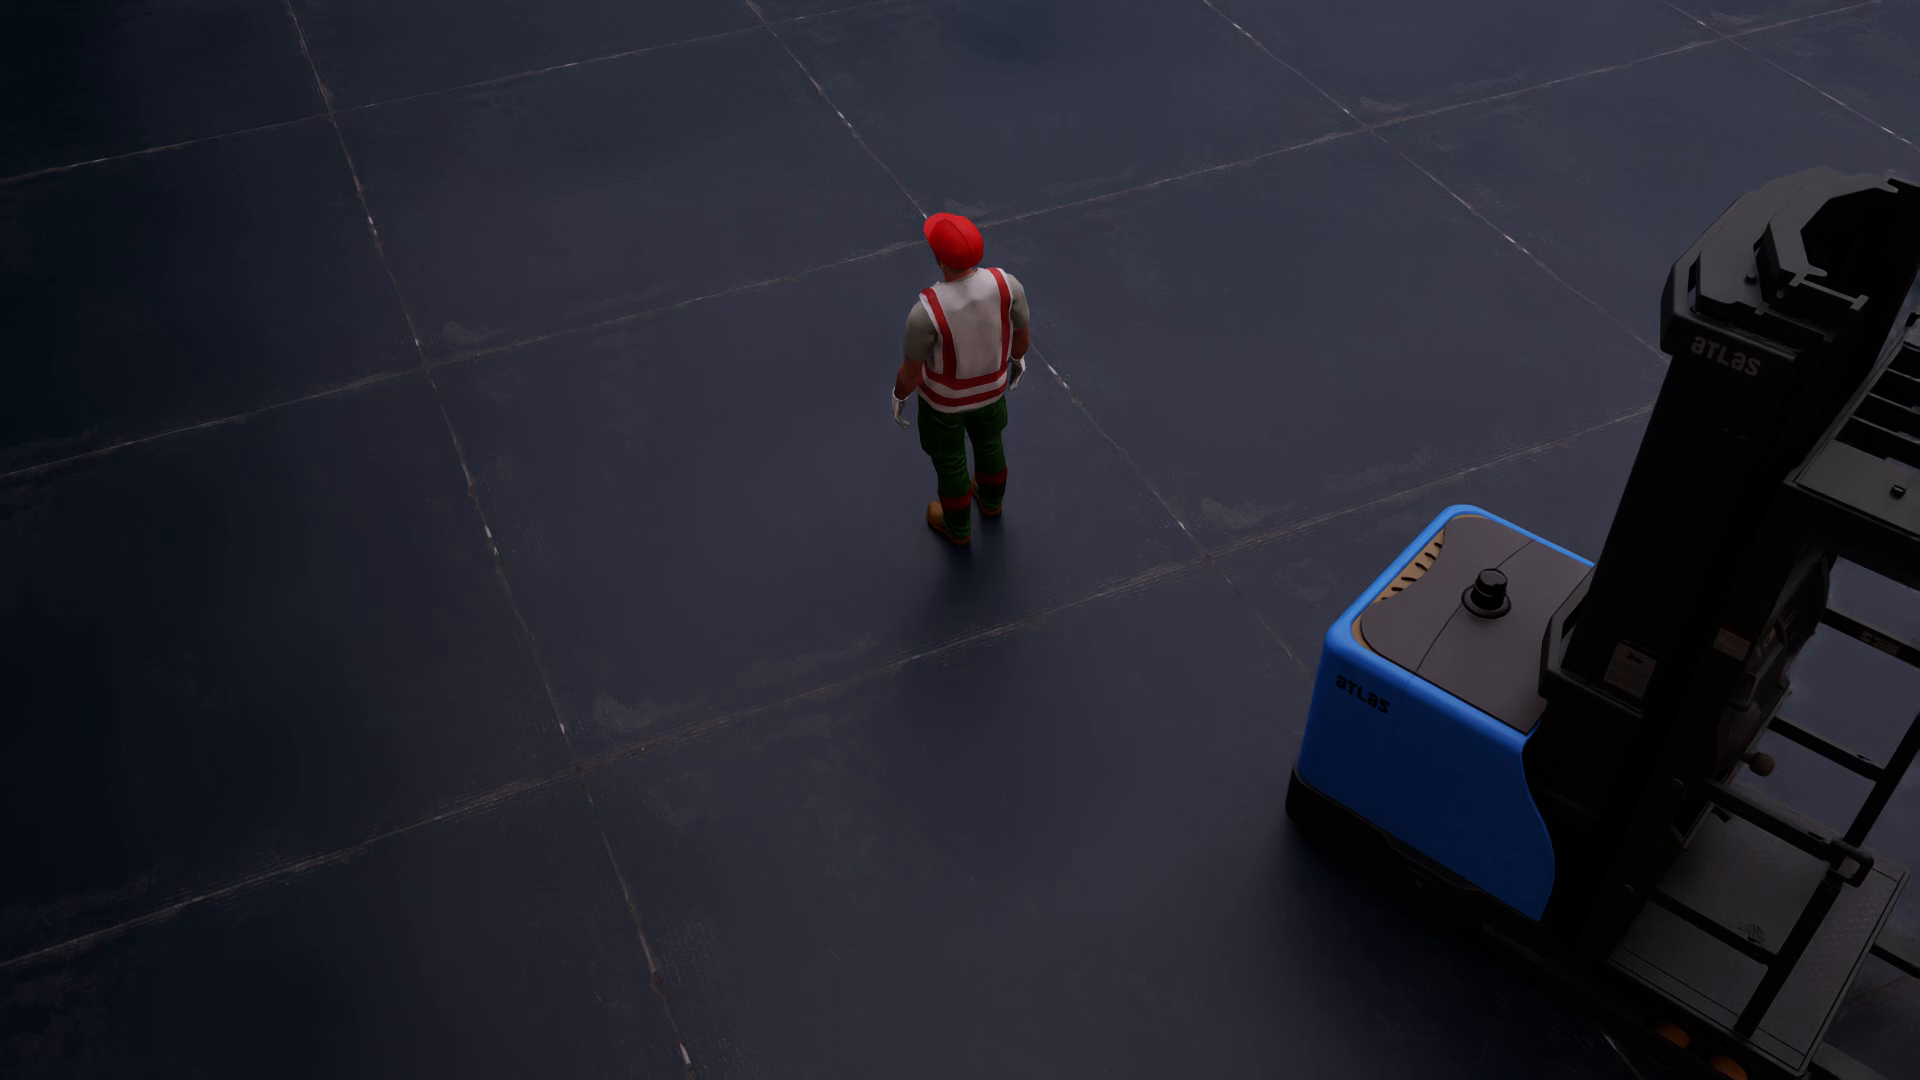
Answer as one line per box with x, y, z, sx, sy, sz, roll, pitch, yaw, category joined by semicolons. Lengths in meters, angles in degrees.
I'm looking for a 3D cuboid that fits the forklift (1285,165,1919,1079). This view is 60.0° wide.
2.734;0.455;5.192;3.031;2.935;1.130;30;51;28;forklift

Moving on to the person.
-0.022;-0.713;7.270;0.637;1.787;0.564;-18;46;-18;person
